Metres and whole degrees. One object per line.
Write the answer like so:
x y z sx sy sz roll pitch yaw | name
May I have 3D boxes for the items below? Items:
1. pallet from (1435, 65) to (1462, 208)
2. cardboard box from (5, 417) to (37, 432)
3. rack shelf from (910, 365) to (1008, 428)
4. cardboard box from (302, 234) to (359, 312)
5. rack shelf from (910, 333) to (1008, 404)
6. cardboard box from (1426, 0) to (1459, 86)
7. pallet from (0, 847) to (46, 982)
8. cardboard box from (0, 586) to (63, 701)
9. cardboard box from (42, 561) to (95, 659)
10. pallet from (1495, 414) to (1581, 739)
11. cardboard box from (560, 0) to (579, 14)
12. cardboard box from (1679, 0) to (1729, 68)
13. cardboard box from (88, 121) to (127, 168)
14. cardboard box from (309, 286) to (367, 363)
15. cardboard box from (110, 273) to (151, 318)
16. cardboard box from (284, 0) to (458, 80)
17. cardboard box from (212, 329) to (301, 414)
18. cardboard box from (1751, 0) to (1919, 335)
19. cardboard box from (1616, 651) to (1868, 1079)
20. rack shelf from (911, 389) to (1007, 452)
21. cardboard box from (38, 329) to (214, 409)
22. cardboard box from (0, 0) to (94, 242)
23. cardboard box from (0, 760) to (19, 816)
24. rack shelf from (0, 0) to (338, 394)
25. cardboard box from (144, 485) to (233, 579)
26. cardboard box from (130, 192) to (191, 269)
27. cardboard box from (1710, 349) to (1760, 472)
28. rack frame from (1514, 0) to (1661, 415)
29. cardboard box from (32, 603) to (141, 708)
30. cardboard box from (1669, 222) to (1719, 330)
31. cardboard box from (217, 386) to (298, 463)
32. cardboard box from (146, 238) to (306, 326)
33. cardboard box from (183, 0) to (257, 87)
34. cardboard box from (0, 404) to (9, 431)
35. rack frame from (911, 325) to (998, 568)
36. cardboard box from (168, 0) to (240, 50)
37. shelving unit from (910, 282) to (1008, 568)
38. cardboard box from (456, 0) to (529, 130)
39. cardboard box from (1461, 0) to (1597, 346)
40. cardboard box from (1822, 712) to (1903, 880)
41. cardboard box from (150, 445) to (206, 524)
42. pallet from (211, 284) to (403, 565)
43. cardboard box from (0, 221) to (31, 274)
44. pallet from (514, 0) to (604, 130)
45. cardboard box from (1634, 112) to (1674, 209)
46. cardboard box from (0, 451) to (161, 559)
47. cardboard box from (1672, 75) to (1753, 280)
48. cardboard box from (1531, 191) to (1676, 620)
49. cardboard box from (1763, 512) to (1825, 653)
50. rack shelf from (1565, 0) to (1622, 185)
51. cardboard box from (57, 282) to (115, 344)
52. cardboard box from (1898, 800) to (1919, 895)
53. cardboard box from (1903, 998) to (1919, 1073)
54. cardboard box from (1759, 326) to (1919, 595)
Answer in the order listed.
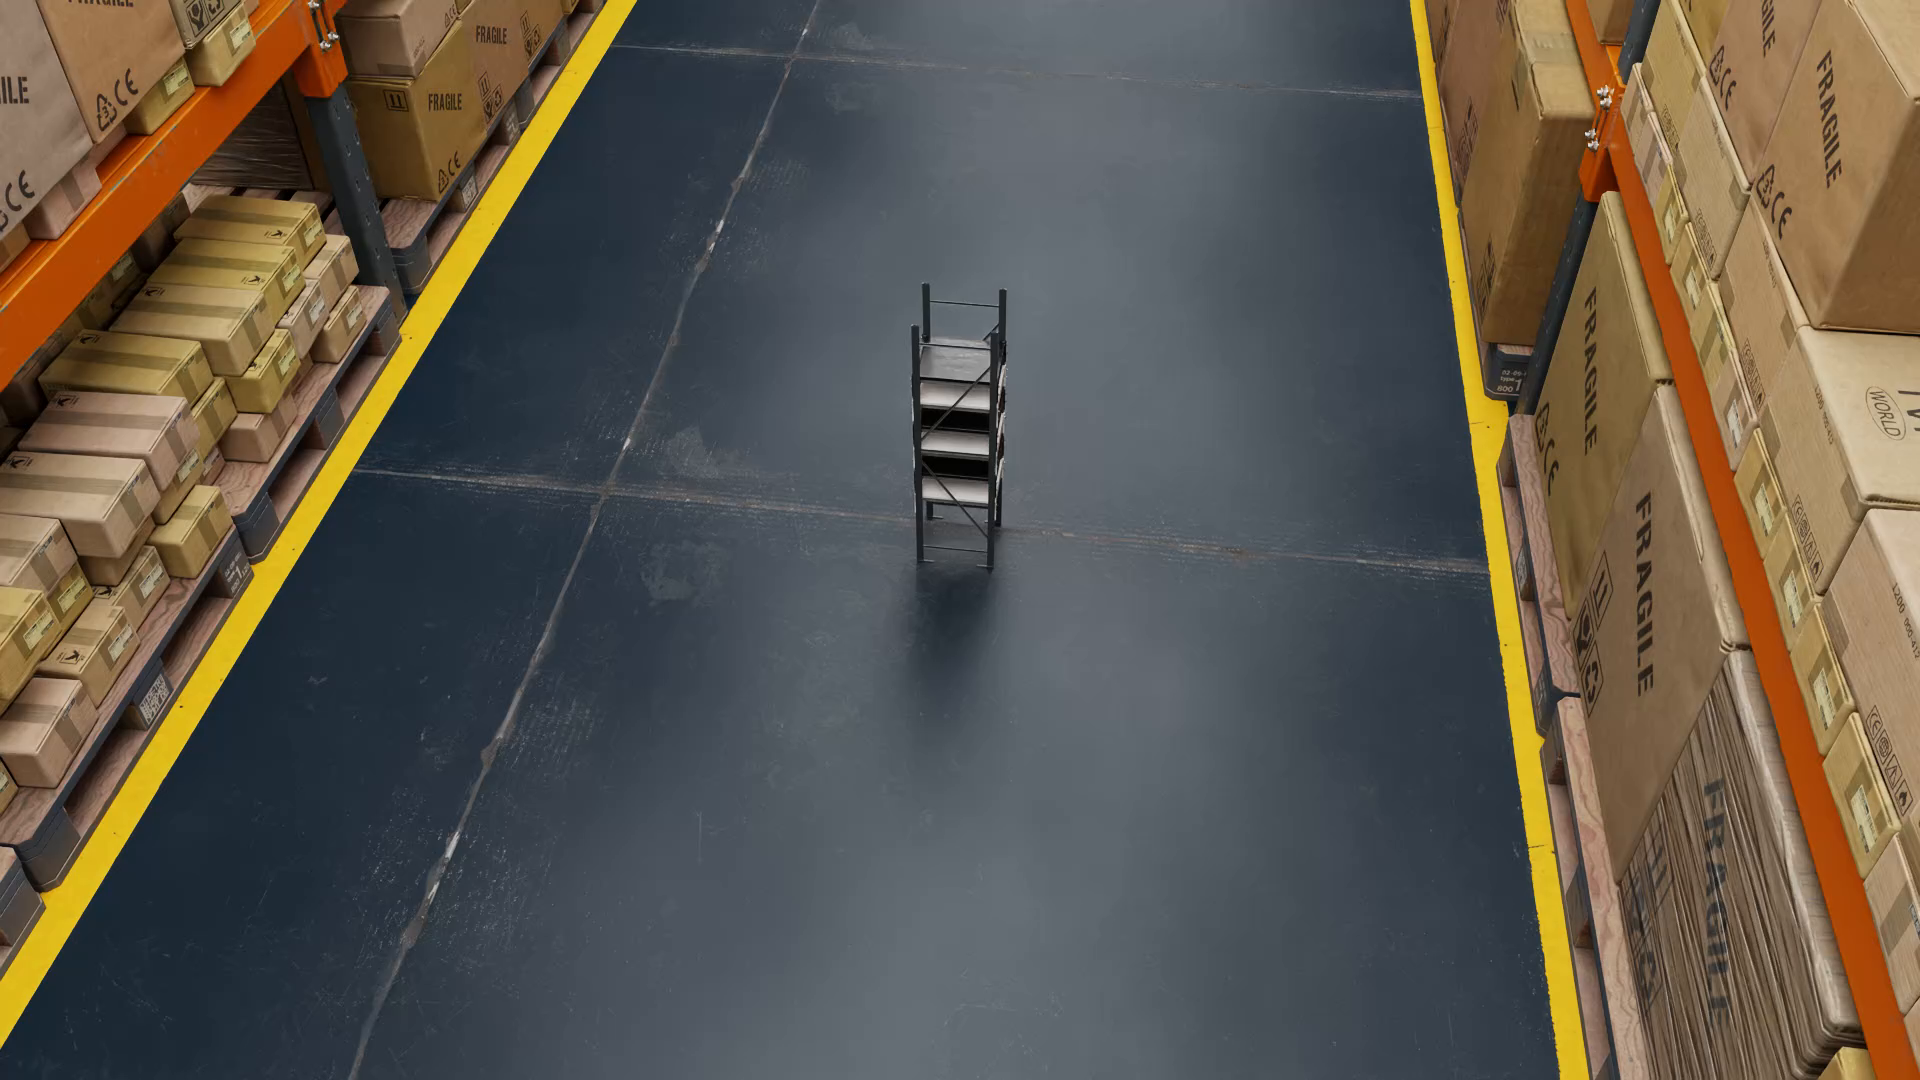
2.555 -1.760 6.955 1.003 0.211 1.213 5 44 6 | pallet
-2.879 -0.399 5.041 0.380 0.149 0.250 3 44 3 | cardboard box
-0.001 -0.428 4.834 0.258 0.077 0.200 5 44 6 | rack shelf
-2.261 -0.907 5.578 0.380 0.149 0.250 6 44 6 | cardboard box
-0.001 -0.493 4.772 0.258 0.077 0.200 5 44 6 | rack shelf
2.661 -2.437 6.882 1.225 0.875 0.875 5 44 6 | cardboard box
-2.910 1.211 3.817 1.003 0.211 1.213 5 44 6 | pallet
-2.502 0.243 4.148 0.380 0.149 0.250 6 44 6 | cardboard box
-2.580 0.159 4.452 0.380 0.149 0.250 7 44 7 | cardboard box
2.191 0.118 4.972 1.003 0.211 1.213 5 44 6 | pallet
-1.959 -2.709 7.442 0.500 0.500 0.500 3 44 4 | cardboard box
2.052 -1.428 3.924 0.500 0.500 0.500 5 44 6 | cardboard box
-2.462 -1.087 4.399 0.380 0.149 0.250 4 44 4 | cardboard box
-2.248 -0.744 5.623 0.380 0.149 0.250 6 44 6 | cardboard box
-2.844 -0.752 5.414 0.380 0.149 0.250 6 44 6 | cardboard box
-2.174 -1.922 6.065 0.500 0.250 0.500 3 44 4 | cardboard box
-2.302 -0.537 5.187 0.380 0.149 0.250 4 44 4 | cardboard box
1.915 -0.738 3.195 0.500 0.500 0.500 4 44 4 | cardboard box
1.966 0.876 3.383 0.875 0.875 0.875 5 44 6 | cardboard box
-0.001 -0.362 4.896 0.258 0.077 0.200 5 44 6 | rack shelf
-2.455 -0.475 4.905 0.380 0.149 0.250 7 44 7 | cardboard box
-2.455 -1.022 3.858 0.500 0.500 0.500 5 44 5 | cardboard box
-2.615 0.653 4.147 0.380 0.149 0.250 5 44 6 | cardboard box
-2.798 -0.301 3.909 1.077 0.370 4.000 5 44 6 | rack shelf
-2.385 -0.039 4.878 0.380 0.149 0.250 5 44 5 | cardboard box
-2.785 -1.043 5.505 0.380 0.149 0.250 7 44 7 | cardboard box
1.829 -0.260 3.525 0.380 0.149 0.250 6 44 6 | cardboard box
2.369 -1.406 4.553 1.000 3.000 0.127 5 44 6 | rack frame
-2.485 0.300 4.519 0.380 0.149 0.250 5 44 6 | cardboard box
1.898 -0.605 3.890 0.380 0.149 0.250 4 44 4 | cardboard box
-2.336 -0.389 5.247 0.380 0.149 0.250 4 44 4 | cardboard box
-2.318 -0.815 5.264 0.380 0.149 0.250 6 44 6 | cardboard box
-2.266 -1.433 4.764 0.380 0.149 0.250 4 44 4 | cardboard box
-2.991 -0.338 4.760 0.380 0.149 0.250 6 44 6 | cardboard box
-0.015 -0.252 4.862 0.240 0.900 0.006 5 44 6 | rack frame
-2.318 -1.714 4.590 0.500 0.500 0.500 5 44 6 | cardboard box
-0.001 -0.321 4.935 0.258 0.900 0.210 5 44 6 | shelving unit
-2.105 -2.010 6.704 0.500 0.500 0.500 7 44 7 | cardboard box
2.434 -1.225 5.601 1.225 0.875 0.875 5 44 6 | cardboard box
1.694 0.443 2.783 0.380 0.149 0.250 4 44 5 | cardboard box
-2.447 -0.200 4.831 0.380 0.149 0.250 6 44 7 | cardboard box
-2.588 -0.452 5.574 1.003 0.211 1.213 5 44 6 | pallet
-2.512 -0.726 4.018 0.380 0.149 0.250 5 44 5 | cardboard box
-2.274 -2.277 7.502 1.003 0.211 1.213 5 44 6 | pallet
1.966 -0.964 4.269 0.380 0.149 0.250 4 44 4 | cardboard box
-2.423 -0.097 4.506 0.380 0.149 0.250 4 44 4 | cardboard box
1.977 -0.824 3.832 0.500 0.250 0.500 5 44 5 | cardboard box
2.202 -0.344 4.672 0.875 0.875 0.875 5 44 6 | cardboard box
1.763 0.097 3.148 0.380 0.149 0.250 6 44 6 | cardboard box
2.633 -2.507 6.240 1.077 0.370 4.000 5 44 6 | rack shelf
-2.865 -0.683 5.126 0.380 0.149 0.250 5 44 5 | cardboard box
1.709 0.567 2.362 0.500 0.250 0.500 5 44 5 | cardboard box
1.628 0.790 2.417 0.380 0.149 0.250 5 44 6 | cardboard box
1.841 -0.135 3.104 0.500 0.250 0.500 5 44 6 | cardboard box
